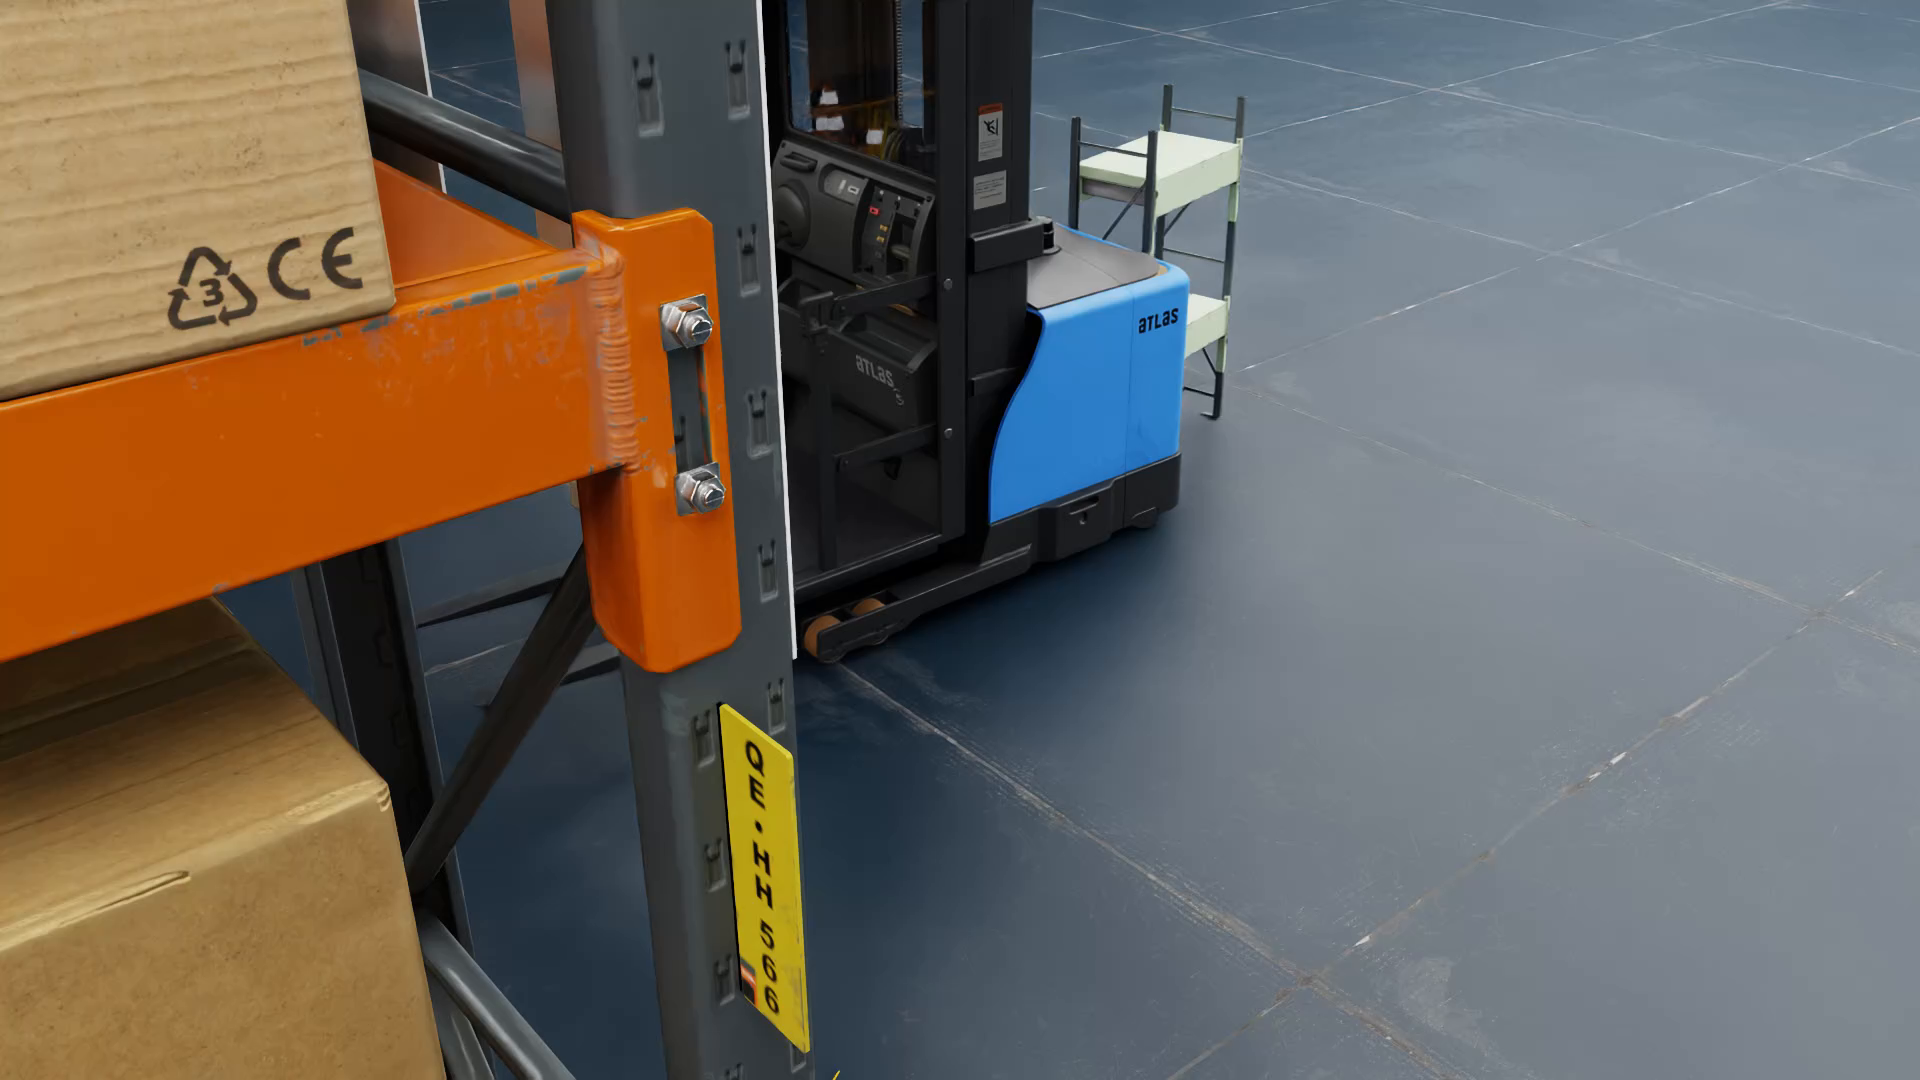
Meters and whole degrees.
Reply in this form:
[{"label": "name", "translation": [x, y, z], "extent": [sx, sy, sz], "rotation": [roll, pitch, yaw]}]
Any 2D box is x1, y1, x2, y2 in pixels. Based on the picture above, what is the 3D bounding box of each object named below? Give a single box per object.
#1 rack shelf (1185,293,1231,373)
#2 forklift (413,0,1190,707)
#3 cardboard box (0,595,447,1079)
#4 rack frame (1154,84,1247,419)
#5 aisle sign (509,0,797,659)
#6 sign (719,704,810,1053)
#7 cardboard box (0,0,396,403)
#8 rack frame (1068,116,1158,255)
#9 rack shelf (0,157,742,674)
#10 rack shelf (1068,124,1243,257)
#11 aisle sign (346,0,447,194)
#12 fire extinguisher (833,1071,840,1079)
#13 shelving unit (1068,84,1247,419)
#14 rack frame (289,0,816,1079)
[{"label": "rack shelf", "translation": [0.843, -0.866, 7.471], "extent": [0.431, 0.370, 0.720], "rotation": [20, 34, 32]}, {"label": "forklift", "translation": [-0.561, -1.135, 5.765], "extent": [3.031, 2.935, 1.130], "rotation": [-21, 34, -33]}, {"label": "cardboard box", "translation": [-0.772, 0.384, 1.366], "extent": [0.500, 0.500, 0.500], "rotation": [-22, 35, -35]}, {"label": "rack frame", "translation": [1.064, -1.291, 7.575], "extent": [0.400, 1.500, 0.023], "rotation": [20, 34, 32]}, {"label": "aisle sign", "translation": [-0.272, -0.314, 1.397], "extent": [0.004, 0.787, 0.394], "rotation": [-22, 35, -35]}, {"label": "sign", "translation": [-0.169, 0.299, 1.445], "extent": [0.005, 0.325, 0.100], "rotation": [-22, 35, -35]}, {"label": "cardboard box", "translation": [-0.715, -0.275, 1.058], "extent": [0.500, 0.250, 0.500], "rotation": [-21, 35, -34]}, {"label": "rack frame", "translation": [0.622, -1.016, 7.060], "extent": [0.400, 1.500, 0.023], "rotation": [20, 34, 32]}, {"label": "rack shelf", "translation": [-2.035, 0.350, 0.494], "extent": [4.000, 0.370, 1.077], "rotation": [-22, 35, -35]}, {"label": "rack shelf", "translation": [0.843, -1.498, 7.133], "extent": [0.431, 0.370, 0.720], "rotation": [20, 34, 32]}, {"label": "aisle sign", "translation": [-0.661, -0.529, 1.800], "extent": [0.004, 0.787, 0.394], "rotation": [-22, 35, -35]}, {"label": "fire extinguisher", "translation": [-0.127, 0.908, 1.950], "extent": [0.183, 0.674, 0.296], "rotation": [-22, 35, -35]}, {"label": "shelving unit", "translation": [0.843, -1.153, 7.317], "extent": [0.431, 1.500, 0.755], "rotation": [20, 34, 32]}, {"label": "rack frame", "translation": [-0.516, 0.743, 2.178], "extent": [0.053, 2.616, 0.949], "rotation": [-22, 35, -35]}]
